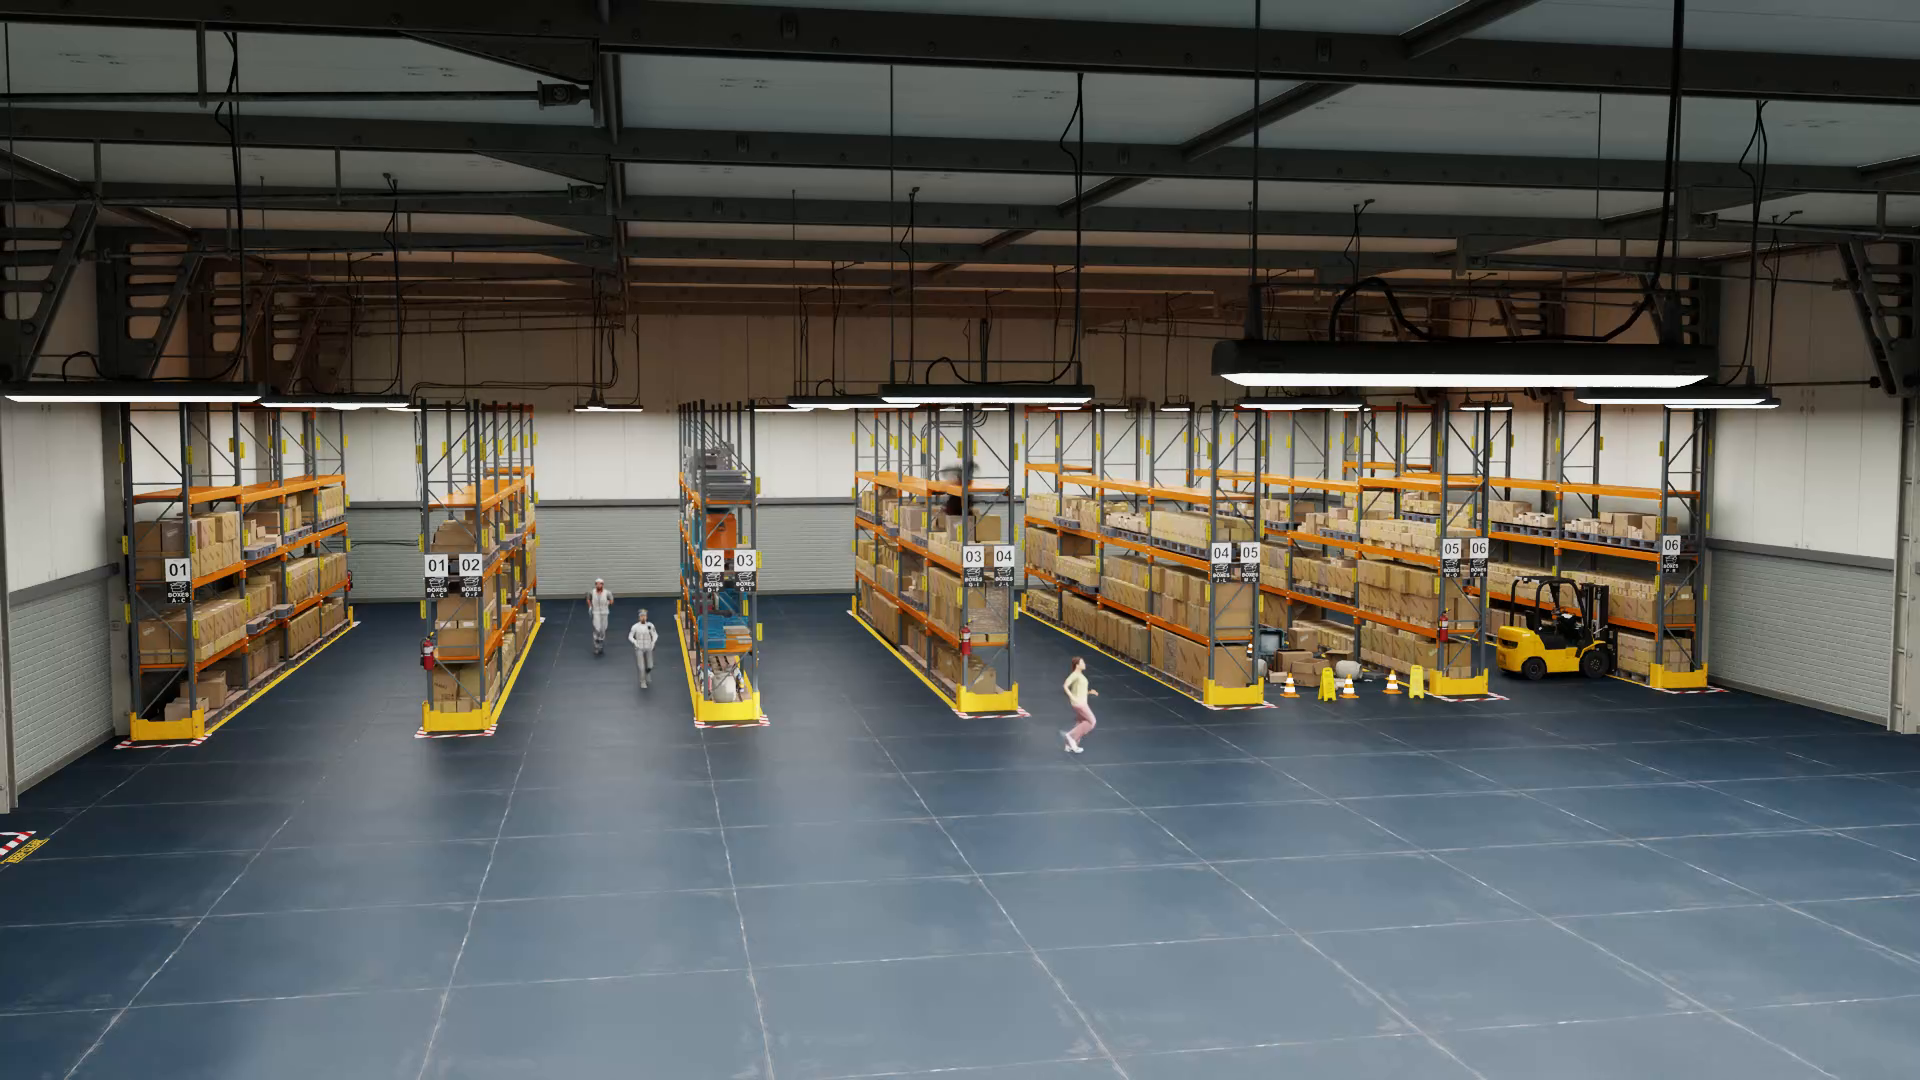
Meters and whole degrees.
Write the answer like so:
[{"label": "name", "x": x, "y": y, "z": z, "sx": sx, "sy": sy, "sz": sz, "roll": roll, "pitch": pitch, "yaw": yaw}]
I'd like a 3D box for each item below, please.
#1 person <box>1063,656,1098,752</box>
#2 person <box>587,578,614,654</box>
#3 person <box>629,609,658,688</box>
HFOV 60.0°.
[{"label": "person", "x": 2.053, "y": 2.778, "z": 28.130, "sx": 0.550, "sy": 1.629, "sz": 0.566, "roll": 1, "pitch": 4, "yaw": 13}, {"label": "person", "x": -8.626, "y": 1.833, "z": 39.963, "sx": 0.616, "sy": 1.835, "sz": 0.748, "roll": -1, "pitch": 4, "yaw": -16}, {"label": "person", "x": -6.614, "y": 2.272, "z": 34.785, "sx": 0.611, "sy": 1.649, "sz": 0.531, "roll": -1, "pitch": 4, "yaw": -17}]
